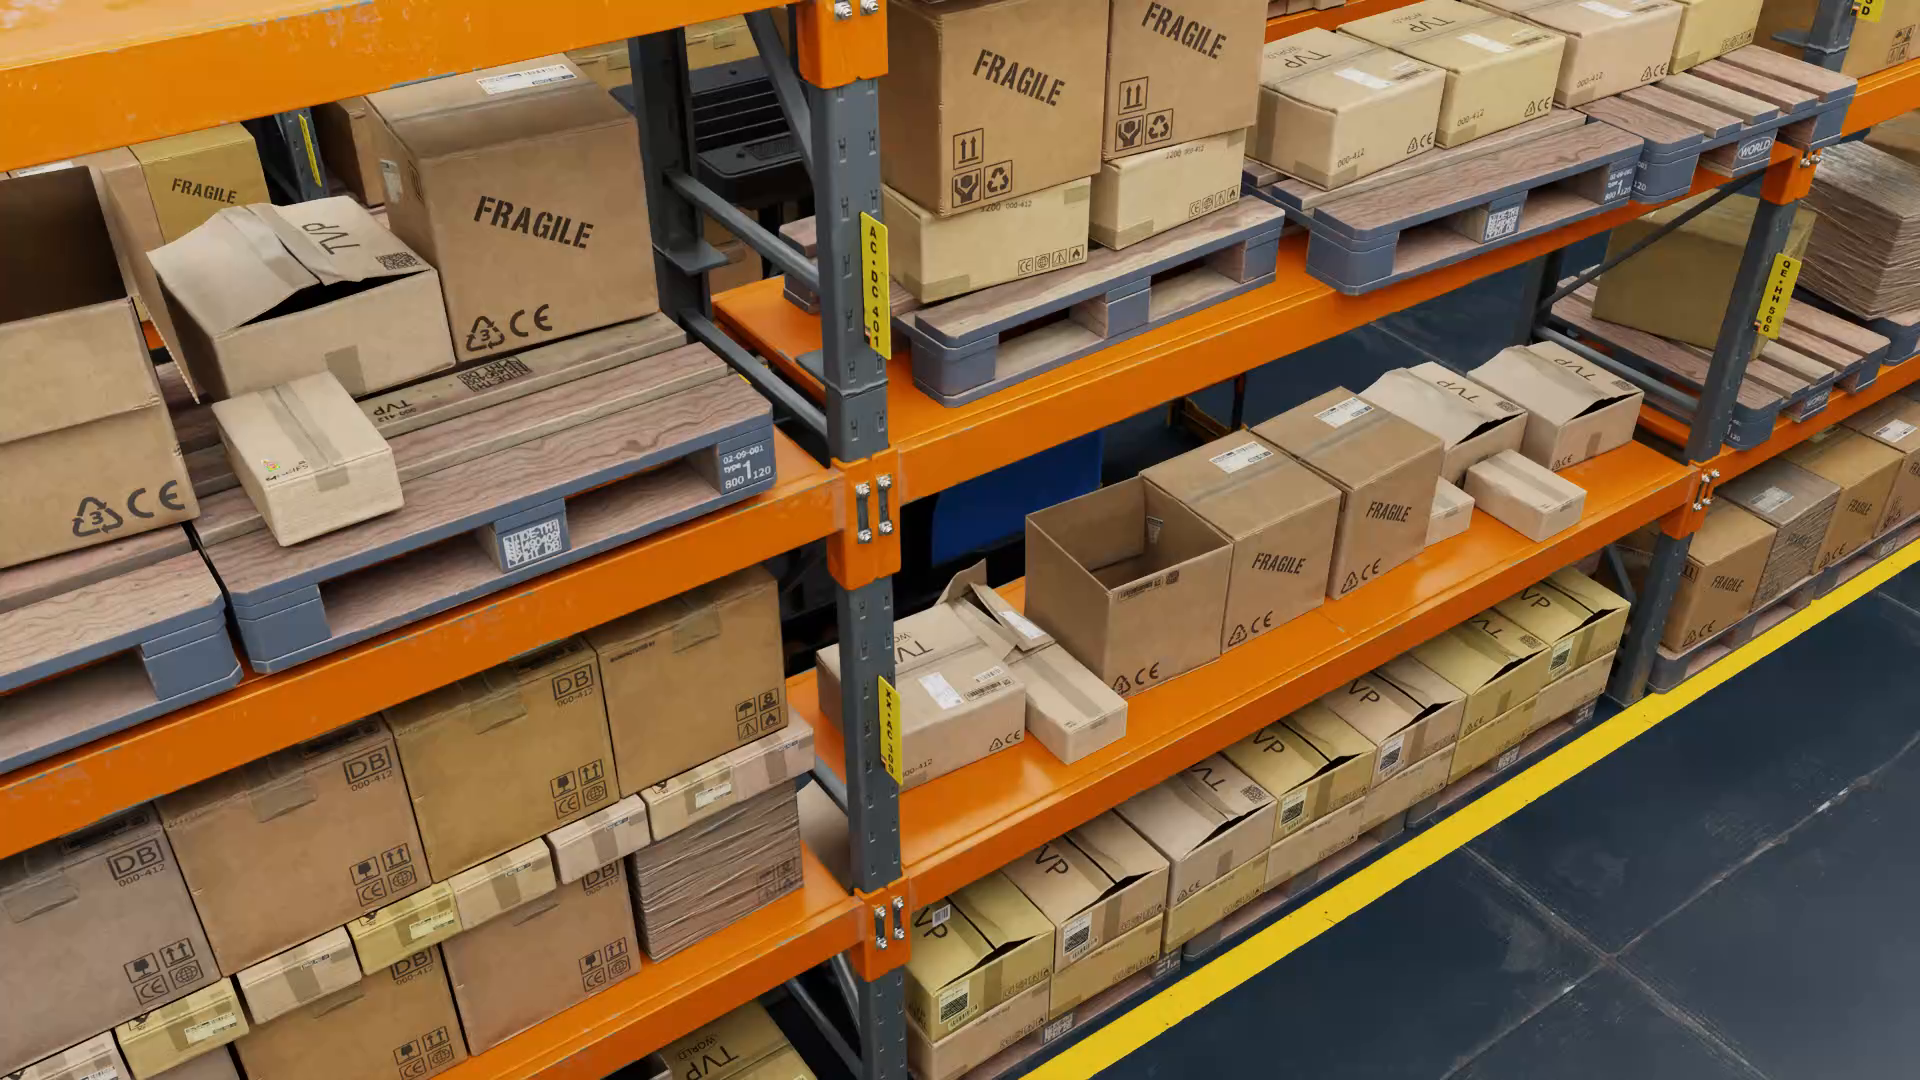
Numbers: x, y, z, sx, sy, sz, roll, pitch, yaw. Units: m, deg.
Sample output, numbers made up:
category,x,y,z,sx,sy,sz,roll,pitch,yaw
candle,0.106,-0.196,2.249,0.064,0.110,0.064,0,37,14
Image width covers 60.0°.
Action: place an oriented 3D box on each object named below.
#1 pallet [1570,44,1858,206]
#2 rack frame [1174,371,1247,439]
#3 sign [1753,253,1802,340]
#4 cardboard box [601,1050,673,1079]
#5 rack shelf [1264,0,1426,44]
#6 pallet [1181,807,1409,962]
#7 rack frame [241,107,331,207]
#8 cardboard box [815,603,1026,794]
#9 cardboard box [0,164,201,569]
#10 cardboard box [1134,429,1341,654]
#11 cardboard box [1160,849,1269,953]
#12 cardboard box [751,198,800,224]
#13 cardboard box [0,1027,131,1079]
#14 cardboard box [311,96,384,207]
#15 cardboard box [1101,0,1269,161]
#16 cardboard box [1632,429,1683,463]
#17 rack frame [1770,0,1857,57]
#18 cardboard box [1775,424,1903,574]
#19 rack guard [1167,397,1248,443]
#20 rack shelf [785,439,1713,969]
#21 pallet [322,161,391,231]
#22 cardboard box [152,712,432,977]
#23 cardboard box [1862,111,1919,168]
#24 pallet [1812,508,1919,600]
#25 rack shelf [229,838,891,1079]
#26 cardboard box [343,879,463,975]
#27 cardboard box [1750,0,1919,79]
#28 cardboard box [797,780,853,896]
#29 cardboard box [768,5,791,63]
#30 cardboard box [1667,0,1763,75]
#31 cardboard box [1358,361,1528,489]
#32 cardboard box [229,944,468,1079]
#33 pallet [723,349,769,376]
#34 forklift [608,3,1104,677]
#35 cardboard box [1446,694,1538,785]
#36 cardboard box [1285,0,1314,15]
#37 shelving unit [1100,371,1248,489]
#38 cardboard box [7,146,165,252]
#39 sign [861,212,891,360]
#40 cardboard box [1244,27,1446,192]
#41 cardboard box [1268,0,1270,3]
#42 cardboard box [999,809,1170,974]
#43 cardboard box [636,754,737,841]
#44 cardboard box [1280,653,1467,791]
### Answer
category,x,y,z,sx,sy,sz,roll,pitch,yaw
pallet,2.259,-1.582,5.787,1.003,0.211,1.213,-20,40,-26
rack frame,1.368,-1.142,8.866,0.032,1.500,0.500,-21,41,-27
sign,3.084,-0.918,6.279,0.005,0.325,0.100,-22,41,-28
cardboard box,-1.176,1.698,4.987,0.500,0.500,0.500,-22,41,-28
rack shelf,1.540,-3.455,11.415,4.000,0.370,1.077,-22,41,-28
pallet,1.070,1.086,6.872,1.213,0.211,1.003,-22,41,-28
rack frame,-3.364,-1.729,8.399,0.127,3.000,1.000,-22,41,-28
cardboard box,-0.130,0.508,5.416,0.500,0.250,0.500,-20,40,-25
cardboard box,-1.926,-0.360,3.357,0.637,0.503,0.797,-18,39,-23
cardboard box,0.970,-0.003,5.913,0.500,0.500,0.500,-22,41,-28
cardboard box,0.805,1.215,6.300,0.500,0.250,0.500,-24,42,-29
cardboard box,-1.155,-2.114,10.056,0.500,0.250,0.500,-22,41,-27
cardboard box,-2.076,1.129,3.783,0.250,0.149,0.380,-22,41,-27
cardboard box,-2.929,-2.104,8.457,0.500,0.500,0.700,-22,41,-28
cardboard box,0.471,-1.389,4.484,0.500,0.500,0.500,-18,40,-24
cardboard box,3.435,-0.628,7.989,0.500,0.250,0.500,-21,41,-26
rack frame,2.762,-3.147,5.232,0.127,3.000,1.000,-22,41,-28
cardboard box,4.136,-0.237,8.089,0.500,0.500,0.500,-23,42,-28
rack guard,1.367,-0.634,9.231,0.087,0.250,0.587,-21,41,-27
rack shelf,1.127,0.253,6.259,4.000,0.370,1.077,-22,41,-28
pallet,-2.656,-1.839,8.716,1.213,0.211,1.003,-22,41,-28
cardboard box,-1.689,0.557,4.023,0.500,0.500,0.700,-22,41,-28
cardboard box,4.623,-1.645,7.836,0.700,0.500,0.500,26,43,32
pallet,4.390,-0.221,8.690,1.213,0.211,1.003,-22,41,-28
rack shelf,-2.142,1.598,4.388,4.000,0.370,1.077,-22,41,-28
cardboard box,-1.439,0.865,4.151,0.250,0.149,0.380,-23,41,-28
cardboard box,3.099,-2.133,6.306,0.500,0.500,0.910,-22,41,-28
cardboard box,-0.342,1.079,6.010,0.500,0.311,0.500,-22,41,-28
cardboard box,-0.914,-2.930,9.606,0.500,0.500,0.700,-27,43,-32
cardboard box,2.424,-1.860,5.780,0.500,0.250,0.500,-26,43,-31
cardboard box,1.919,-0.467,6.720,0.500,0.311,0.500,-23,42,-28
cardboard box,-1.706,1.093,4.390,0.500,0.500,0.700,-22,41,-27
pallet,-1.731,-1.273,10.152,1.213,0.211,1.003,-22,41,-28
forklift,-0.791,-0.917,7.328,3.031,2.935,1.130,-21,41,-27
cardboard box,2.053,0.702,7.013,0.500,0.250,0.500,-23,42,-28
cardboard box,2.211,-3.748,11.404,0.250,0.149,0.380,-22,41,-28
shelving unit,0.954,-0.979,8.641,1.083,1.500,0.587,-21,41,-27
cardboard box,-3.977,-1.504,7.554,0.500,0.500,0.500,-23,41,-28
sign,-0.187,-0.562,3.696,0.005,0.325,0.100,-22,41,-28
cardboard box,1.090,-1.308,5.012,0.500,0.250,0.500,-26,43,-32
cardboard box,1.711,-3.803,10.924,0.500,0.500,0.500,-21,41,-27
cardboard box,0.386,1.166,5.889,0.500,0.311,0.500,-23,42,-28
cardboard box,-0.810,0.606,4.511,0.250,0.149,0.380,-23,42,-29
cardboard box,1.640,0.646,6.611,0.500,0.311,0.500,-23,41,-28
